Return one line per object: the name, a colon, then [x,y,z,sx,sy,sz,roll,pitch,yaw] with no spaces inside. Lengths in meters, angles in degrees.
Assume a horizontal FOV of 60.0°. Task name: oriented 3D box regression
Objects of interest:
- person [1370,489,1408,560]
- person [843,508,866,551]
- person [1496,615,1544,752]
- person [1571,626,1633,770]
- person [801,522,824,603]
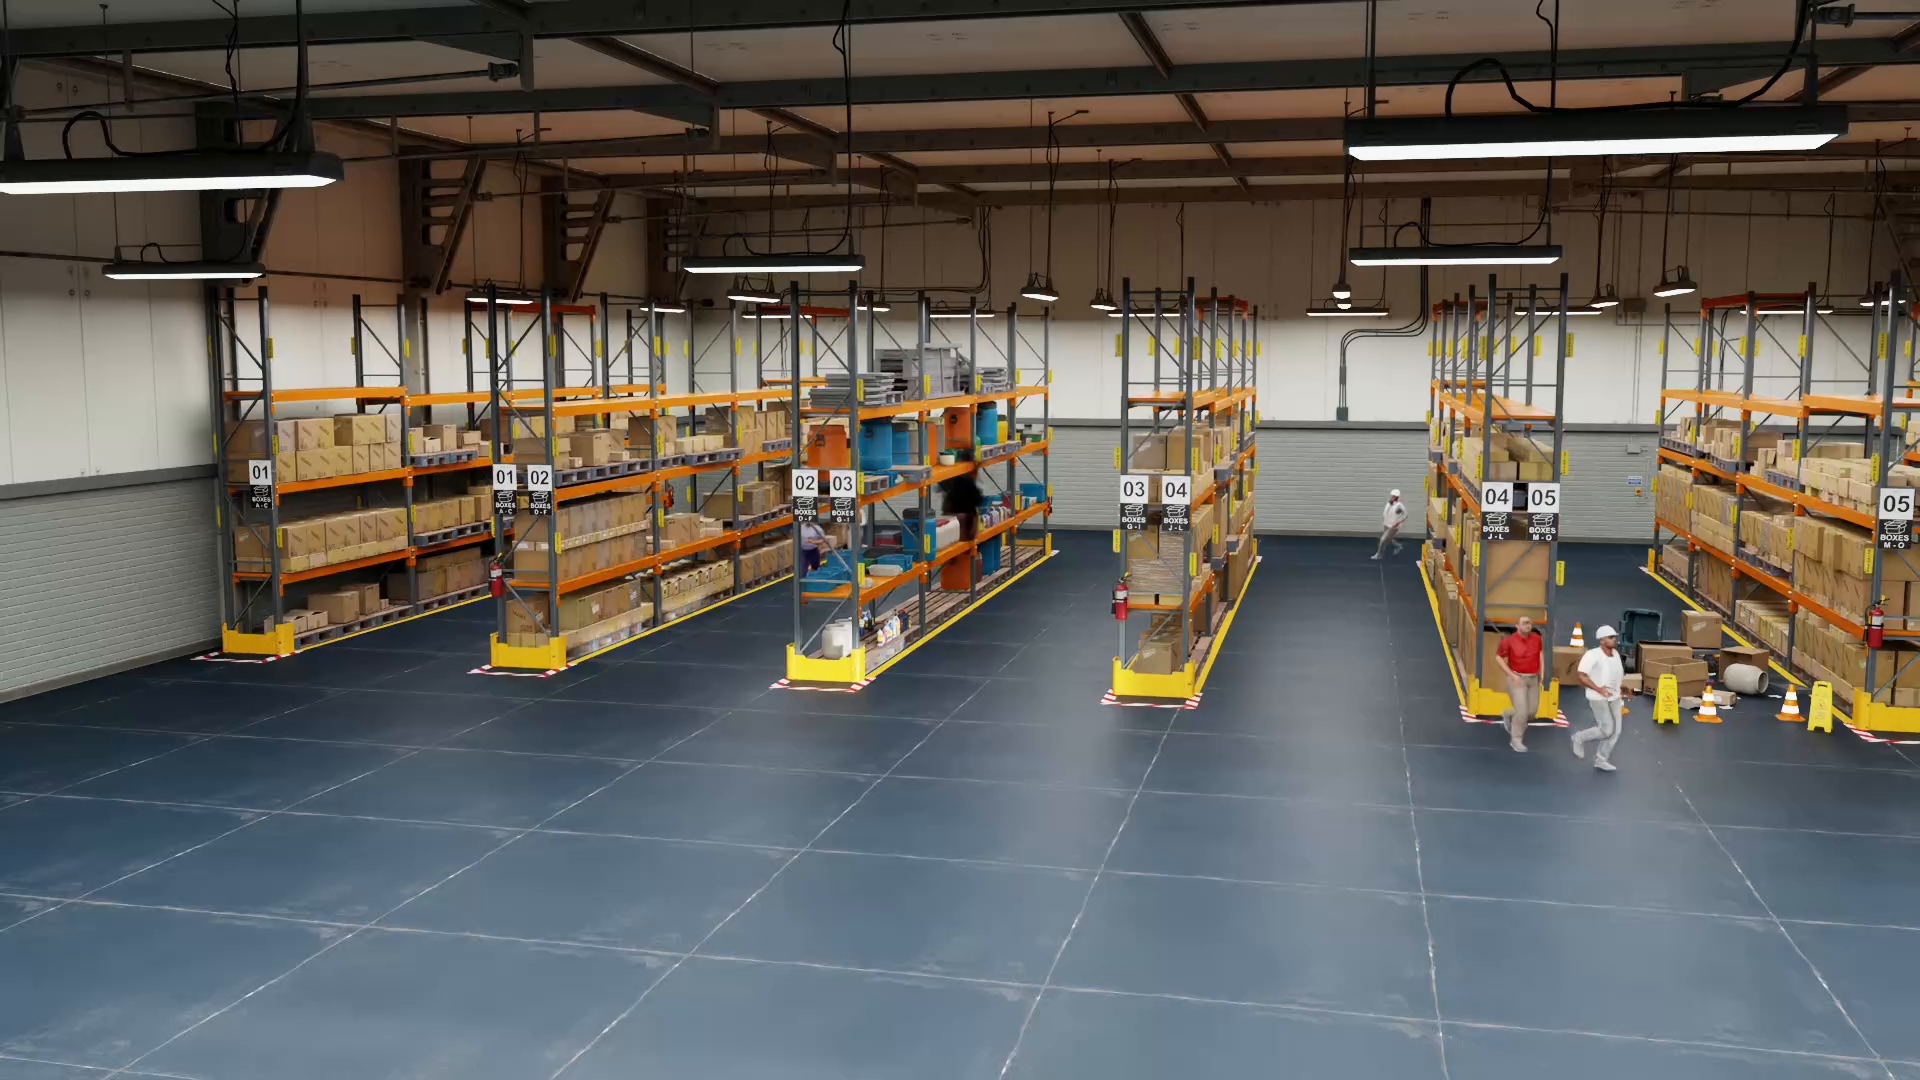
person: [10.281,-0.357,39.379,0.903,1.692,0.719,-3,7,-23]
person: [-2.230,-0.091,35.070,0.500,1.628,0.713,0,7,0]
person: [7.028,1.771,20.958,0.669,1.713,0.667,-2,7,-15]
person: [7.655,1.871,19.862,0.690,1.722,0.606,-4,8,-31]
person: [-2.806,0.304,31.027,0.599,1.659,0.833,1,7,8]
